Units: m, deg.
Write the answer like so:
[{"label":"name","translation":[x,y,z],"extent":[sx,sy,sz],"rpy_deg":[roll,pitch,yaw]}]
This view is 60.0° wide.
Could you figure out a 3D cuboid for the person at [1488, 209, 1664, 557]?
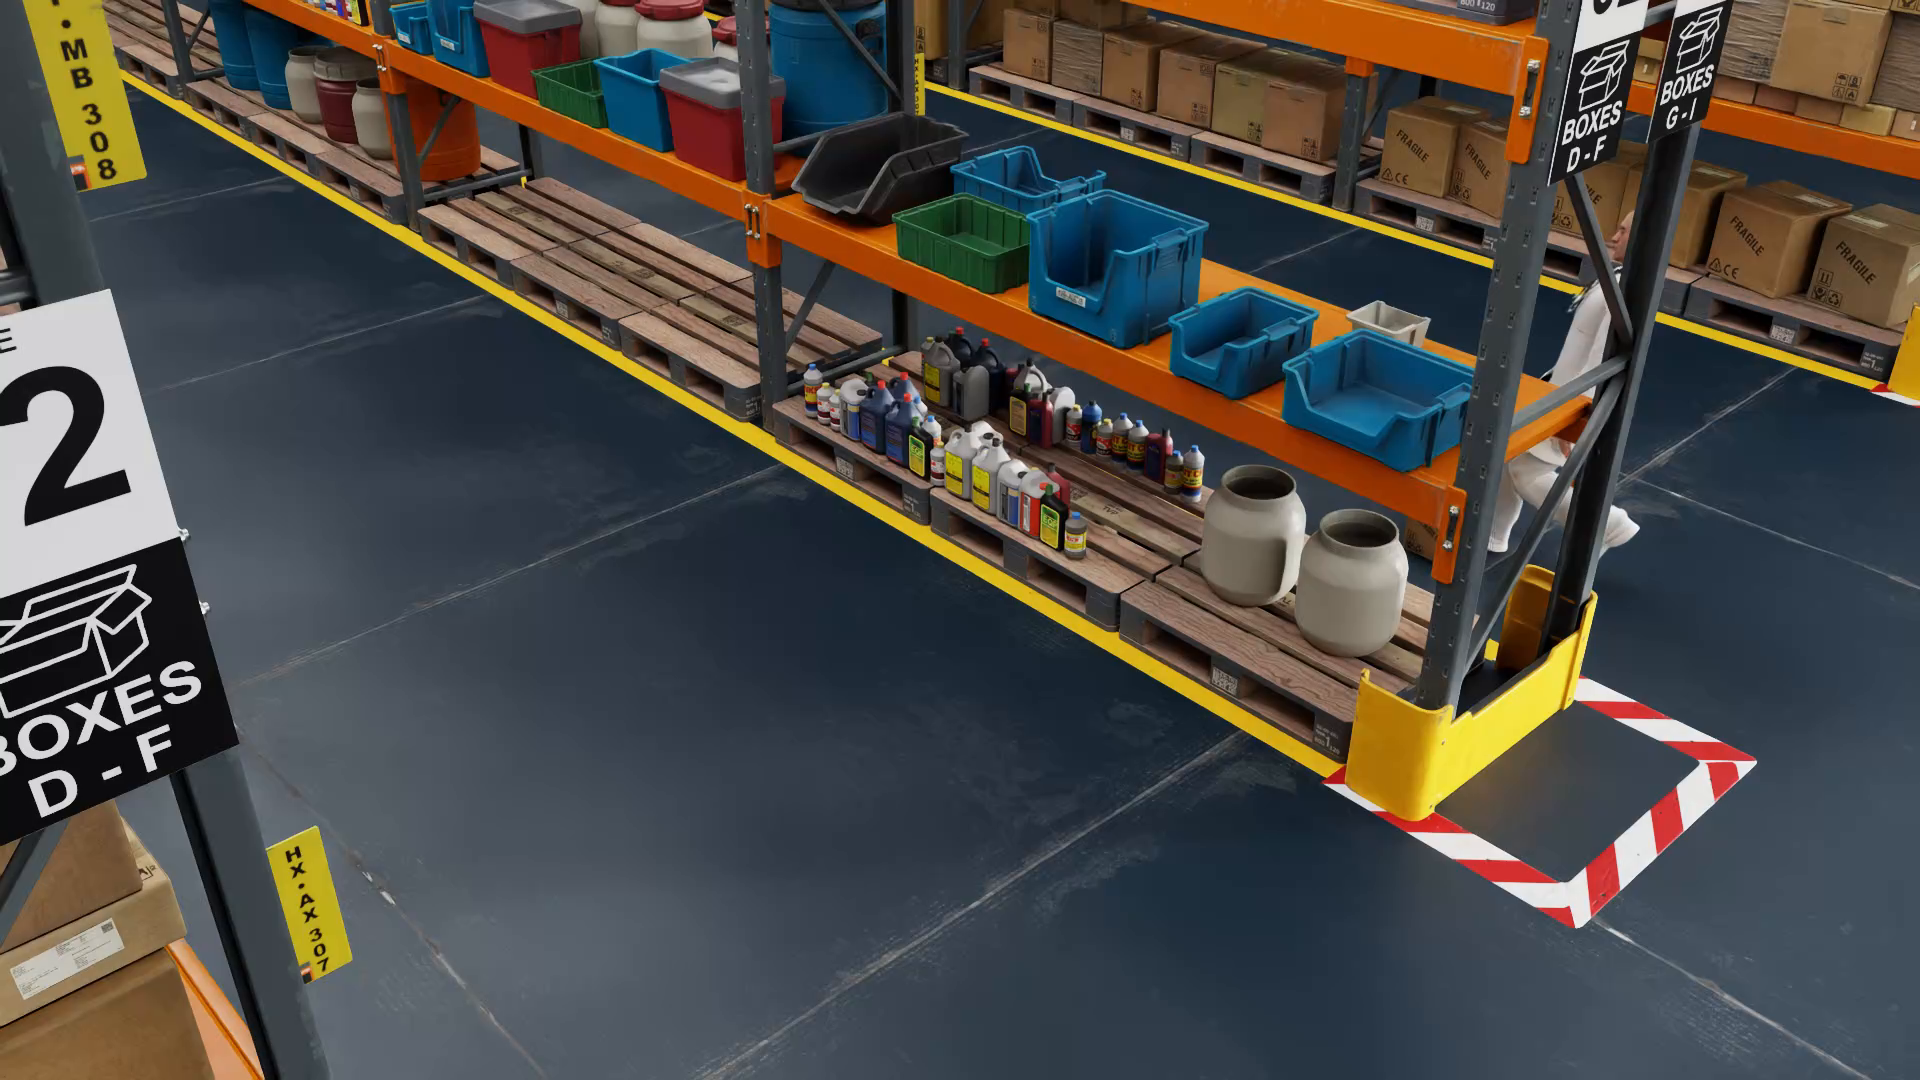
[{"label":"person","translation":[2.619,-0.647,7.275],"extent":[0.907,1.708,0.653],"rpy_deg":[14,34,22]}]
